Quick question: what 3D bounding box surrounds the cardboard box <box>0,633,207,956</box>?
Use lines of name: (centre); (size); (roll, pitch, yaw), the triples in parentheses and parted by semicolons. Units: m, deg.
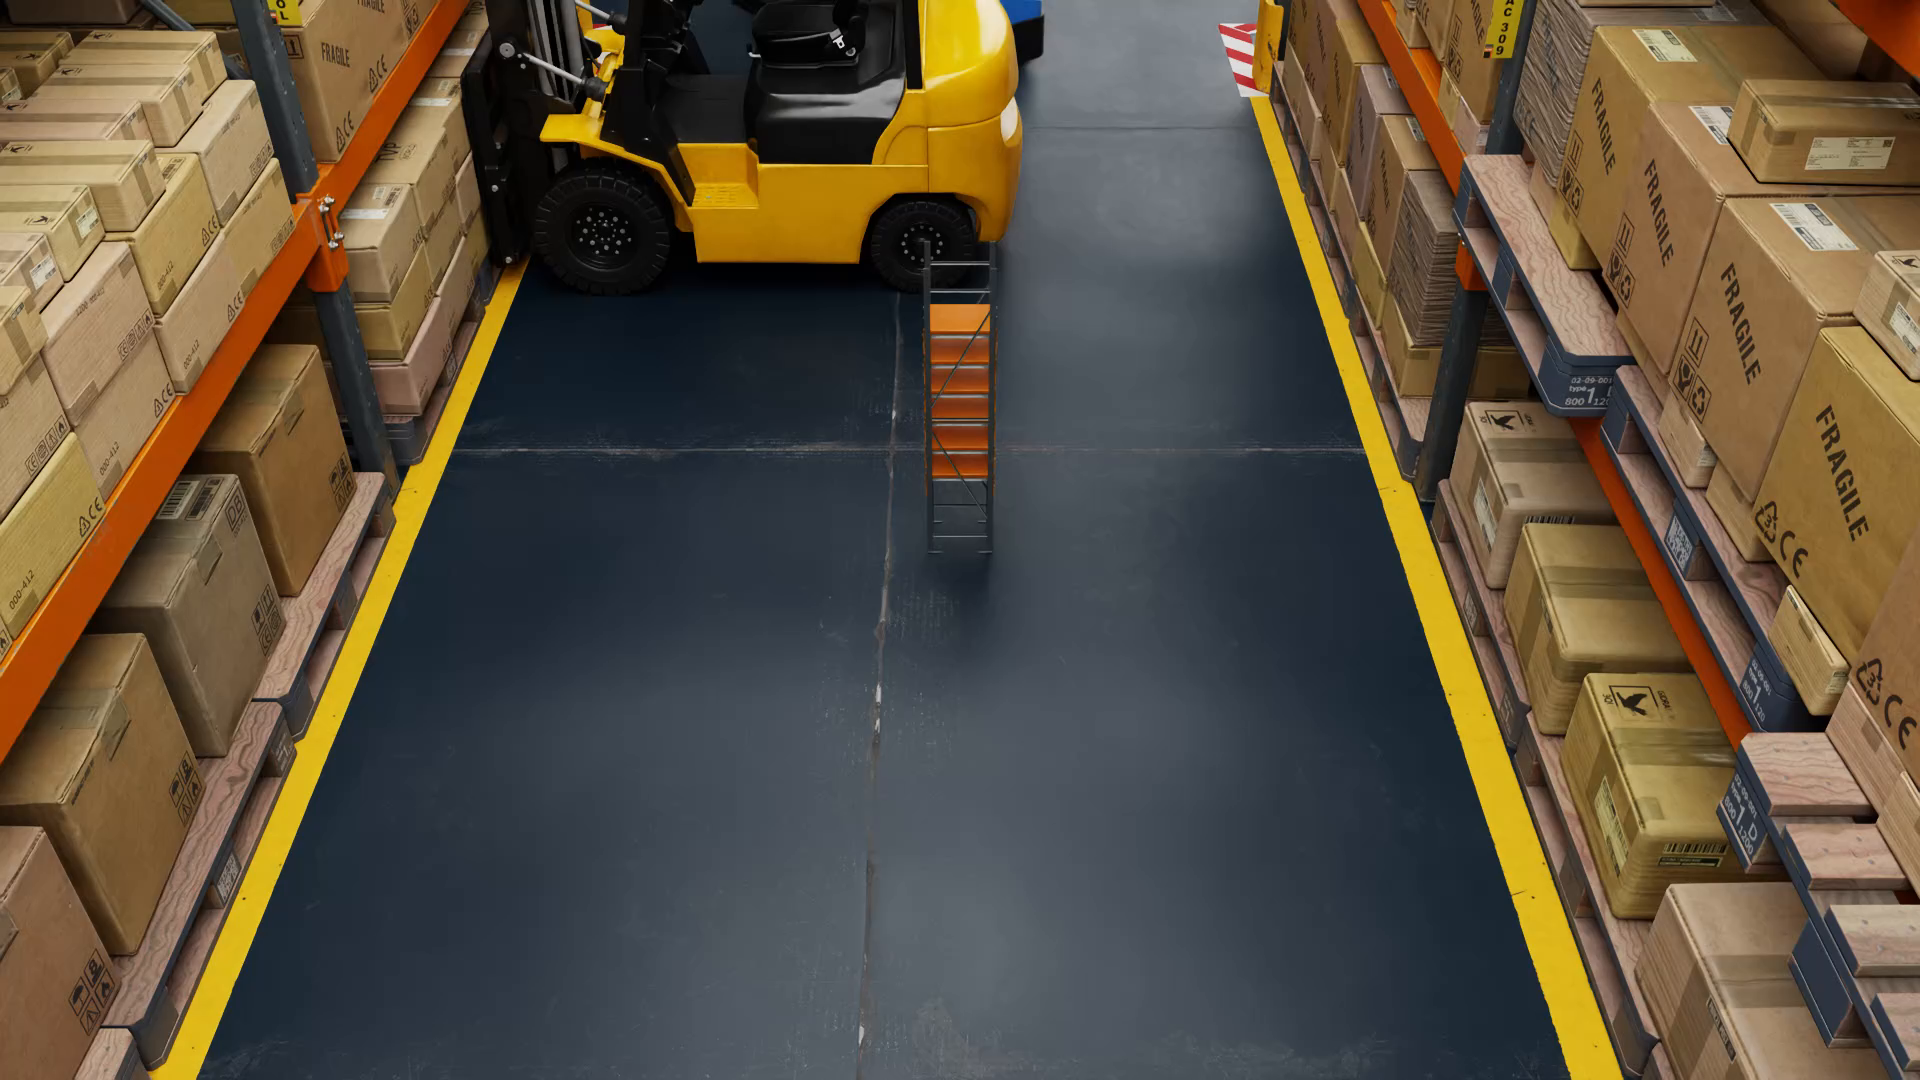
cardboard box: (-2.679, 0.702, 4.538); (0.875, 0.625, 0.625); (-2, 39, -2)

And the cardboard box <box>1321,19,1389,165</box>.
cardboard box: (1.994, -2.073, 7.702); (0.500, 0.500, 0.500); (1, 39, 1)

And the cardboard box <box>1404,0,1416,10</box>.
cardboard box: (2.015, -2.427, 6.563); (0.500, 0.500, 0.500); (1, 39, 1)

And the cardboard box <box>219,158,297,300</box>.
cardboard box: (-2.425, -0.969, 5.180); (0.500, 0.250, 0.500); (1, 39, 1)

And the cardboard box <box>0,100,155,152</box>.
cardboard box: (-2.499, -1.107, 4.634); (0.380, 0.149, 0.250); (0, 39, 0)

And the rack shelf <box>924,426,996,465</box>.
rack shelf: (0.000, -0.349, 5.989); (0.258, 0.103, 0.180); (0, 39, 0)

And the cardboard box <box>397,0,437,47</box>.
cardboard box: (-2.445, -2.301, 6.643); (0.500, 0.500, 0.500); (0, 39, 0)

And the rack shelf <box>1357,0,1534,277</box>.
rack shelf: (2.274, -2.318, 7.320); (1.077, 0.370, 4.000); (0, 39, 0)

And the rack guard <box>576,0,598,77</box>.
rack guard: (-2.692, -2.883, 9.448); (1.175, 0.500, 0.348); (0, 39, 0)

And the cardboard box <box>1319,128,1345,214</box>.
cardboard box: (2.003, -1.776, 7.930); (0.500, 0.250, 0.500); (2, 39, 3)

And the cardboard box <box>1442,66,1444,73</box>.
cardboard box: (2.042, -1.770, 6.261); (0.380, 0.149, 0.250); (0, 39, 0)

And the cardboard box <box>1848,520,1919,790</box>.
cardboard box: (1.991, 0.227, 2.915); (0.500, 0.500, 0.500); (-1, 39, -1)

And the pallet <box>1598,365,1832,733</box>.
pallet: (2.238, -0.010, 4.017); (1.003, 0.211, 1.213); (0, 39, 0)

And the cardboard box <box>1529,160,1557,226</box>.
cardboard box: (1.961, -1.068, 5.050); (0.380, 0.149, 0.250); (0, 39, 1)

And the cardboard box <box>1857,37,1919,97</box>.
cardboard box: (2.517, -1.201, 4.178); (0.380, 0.149, 0.250); (-1, 39, -1)

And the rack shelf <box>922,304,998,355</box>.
rack shelf: (0.000, -0.724, 5.689); (0.258, 0.103, 0.180); (0, 39, 0)

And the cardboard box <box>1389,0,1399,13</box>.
cardboard box: (1.997, -2.246, 6.855); (0.380, 0.149, 0.250); (-1, 39, -1)

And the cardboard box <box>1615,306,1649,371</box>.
cardboard box: (1.988, -0.574, 4.433); (0.380, 0.149, 0.250); (1, 39, 1)

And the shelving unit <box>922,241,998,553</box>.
shelving unit: (0.000, -0.477, 5.886); (0.258, 1.200, 0.189); (0, 39, 0)

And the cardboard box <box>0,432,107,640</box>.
cardboard box: (-2.441, -0.021, 3.998); (0.500, 0.250, 0.500); (1, 39, 1)

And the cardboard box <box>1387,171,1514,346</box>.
cardboard box: (2.008, -1.102, 6.489); (0.500, 0.500, 0.500); (-1, 39, -1)

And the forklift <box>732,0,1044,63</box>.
forklift: (-0.765, -4.501, 9.523); (1.130, 2.935, 3.031); (-23, 44, -26)

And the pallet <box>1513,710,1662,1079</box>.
pallet: (2.283, 0.992, 4.844); (1.003, 0.211, 1.213); (0, 39, 0)

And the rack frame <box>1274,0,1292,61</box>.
rack frame: (2.272, -3.850, 8.655); (1.000, 3.000, 0.127); (0, 39, 0)

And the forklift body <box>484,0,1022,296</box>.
forklift body: (-0.865, -2.328, 7.435); (2.313, 2.155, 1.214); (0, 39, 0)

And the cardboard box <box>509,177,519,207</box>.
cardboard box: (-2.369, -1.693, 7.826); (0.500, 0.250, 0.500); (1, 39, 1)

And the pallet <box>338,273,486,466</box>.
pallet: (-2.646, -0.752, 7.019); (1.003, 0.211, 1.213); (0, 39, 0)

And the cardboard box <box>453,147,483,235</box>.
cardboard box: (-2.370, -1.560, 7.262); (0.500, 0.250, 0.500); (0, 39, 0)

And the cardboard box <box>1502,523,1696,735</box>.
cardboard box: (2.284, 0.291, 5.254); (0.950, 0.372, 0.625); (2, 39, 3)

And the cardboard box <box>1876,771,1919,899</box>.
cardboard box: (1.928, 0.557, 3.021); (0.380, 0.149, 0.250); (0, 39, 0)

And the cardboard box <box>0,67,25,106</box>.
cardboard box: (-2.953, -1.247, 4.809); (0.380, 0.149, 0.250); (-1, 39, -2)

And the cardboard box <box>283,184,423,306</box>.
cardboard box: (-2.374, -1.126, 6.320); (0.500, 0.250, 0.500); (-1, 39, -1)

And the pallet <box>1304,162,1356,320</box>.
pallet: (2.236, -1.445, 7.884); (1.003, 0.211, 1.213); (0, 39, 0)

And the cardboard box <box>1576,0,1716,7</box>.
cardboard box: (1.924, -1.626, 4.708); (0.380, 0.149, 0.250); (0, 39, 0)

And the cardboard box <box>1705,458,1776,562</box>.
cardboard box: (1.965, -0.087, 3.824); (0.380, 0.149, 0.250); (-1, 39, -1)

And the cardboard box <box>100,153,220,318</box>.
cardboard box: (-2.423, -0.850, 4.633); (0.500, 0.250, 0.500); (-1, 39, -1)

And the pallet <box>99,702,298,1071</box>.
pallet: (-2.643, 0.971, 4.869); (1.003, 0.211, 1.213); (0, 39, 0)

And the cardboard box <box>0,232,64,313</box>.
cardboard box: (-2.434, -0.622, 4.029); (0.380, 0.149, 0.250); (0, 39, 0)

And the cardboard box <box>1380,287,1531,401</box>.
cardboard box: (2.007, -0.809, 6.724); (0.500, 0.250, 0.500); (2, 39, 2)

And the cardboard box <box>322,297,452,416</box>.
cardboard box: (-2.356, -0.736, 6.633); (0.500, 0.250, 0.500); (0, 39, 0)

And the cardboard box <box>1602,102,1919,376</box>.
cardboard box: (1.978, -0.752, 4.135); (0.500, 0.500, 0.500); (0, 39, 0)

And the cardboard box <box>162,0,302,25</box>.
cardboard box: (-2.424, -1.834, 5.541); (0.380, 0.149, 0.250); (-1, 39, -1)

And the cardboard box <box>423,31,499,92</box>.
cardboard box: (-2.369, -2.085, 7.517); (0.500, 0.250, 0.500); (-1, 39, -1)
